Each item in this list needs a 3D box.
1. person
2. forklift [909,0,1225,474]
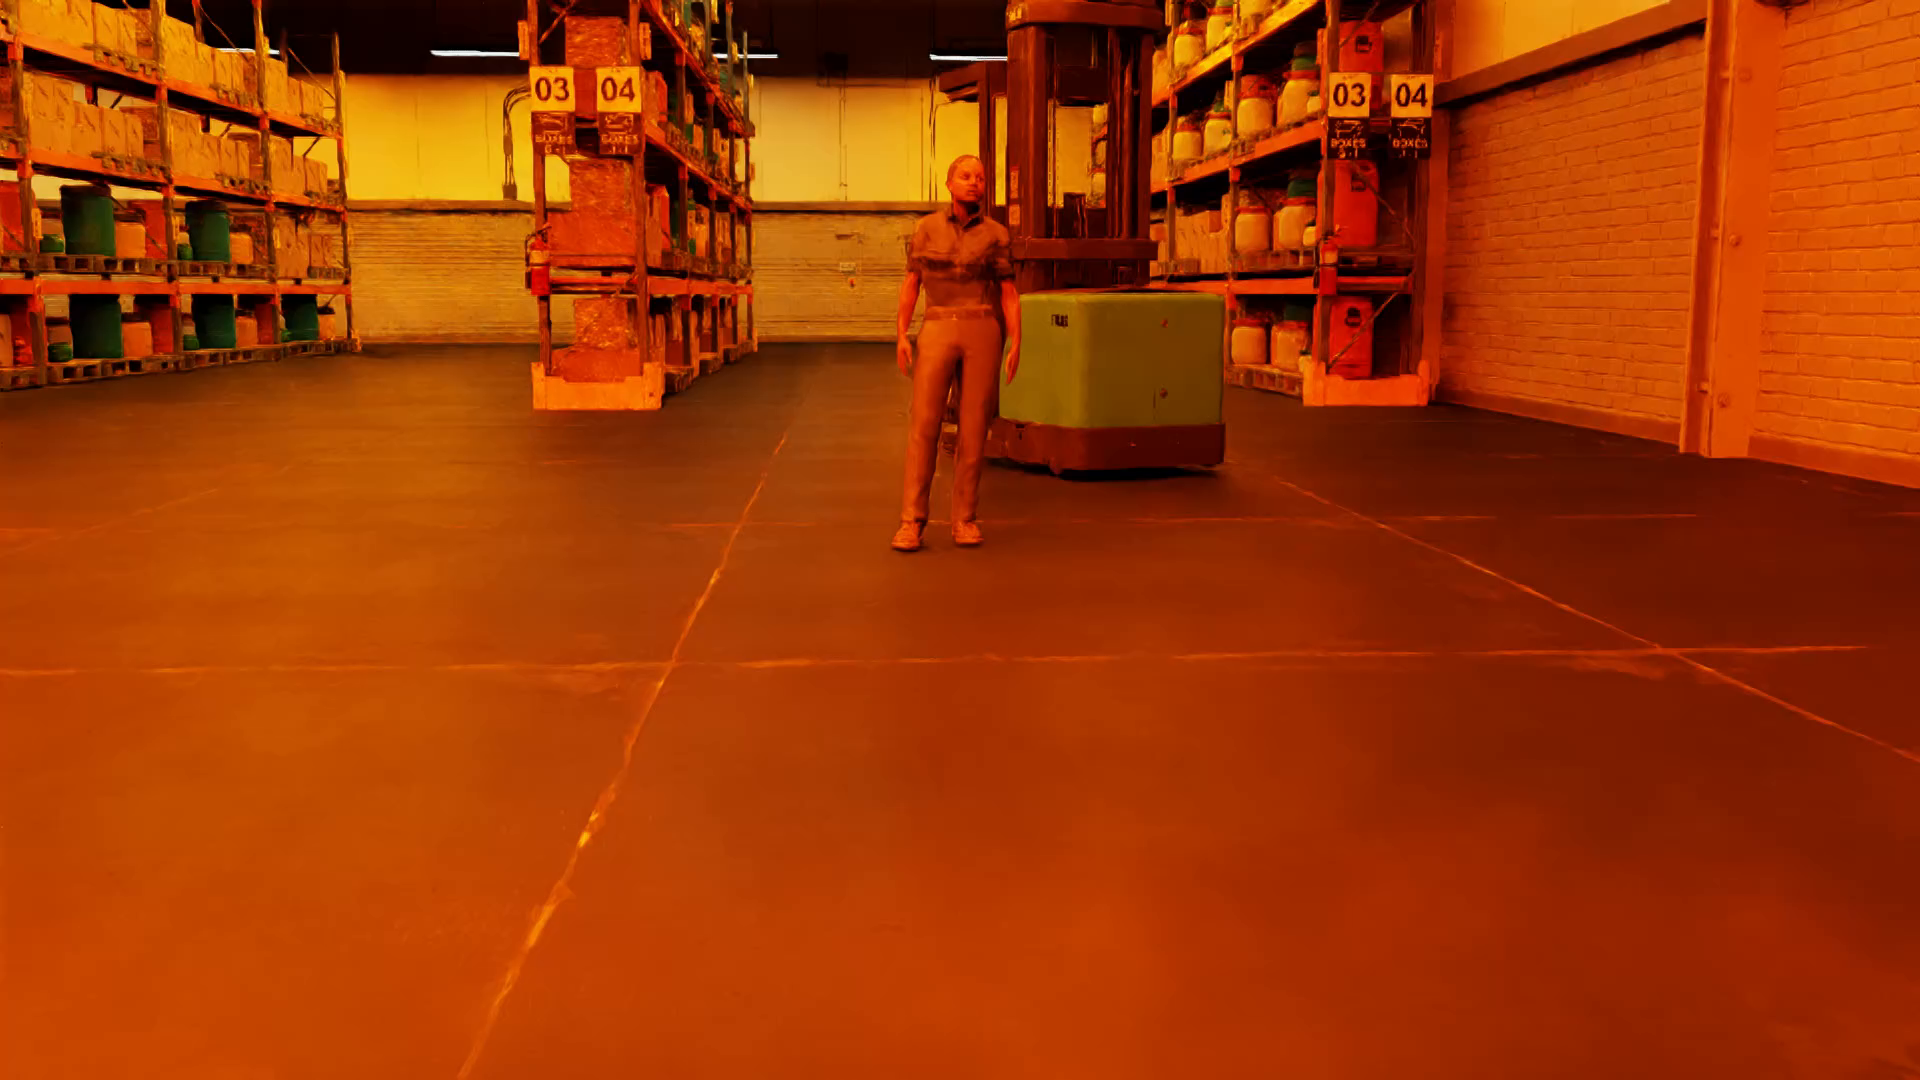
[{"bbox_3d":[-0.014,-0.812,7.100,0.570,1.654,0.503,-1,8,-4],"label":"person"},{"bbox_3d":[0.530,-2.010,10.871,1.130,2.935,3.031,-4,9,-23],"label":"forklift"}]
